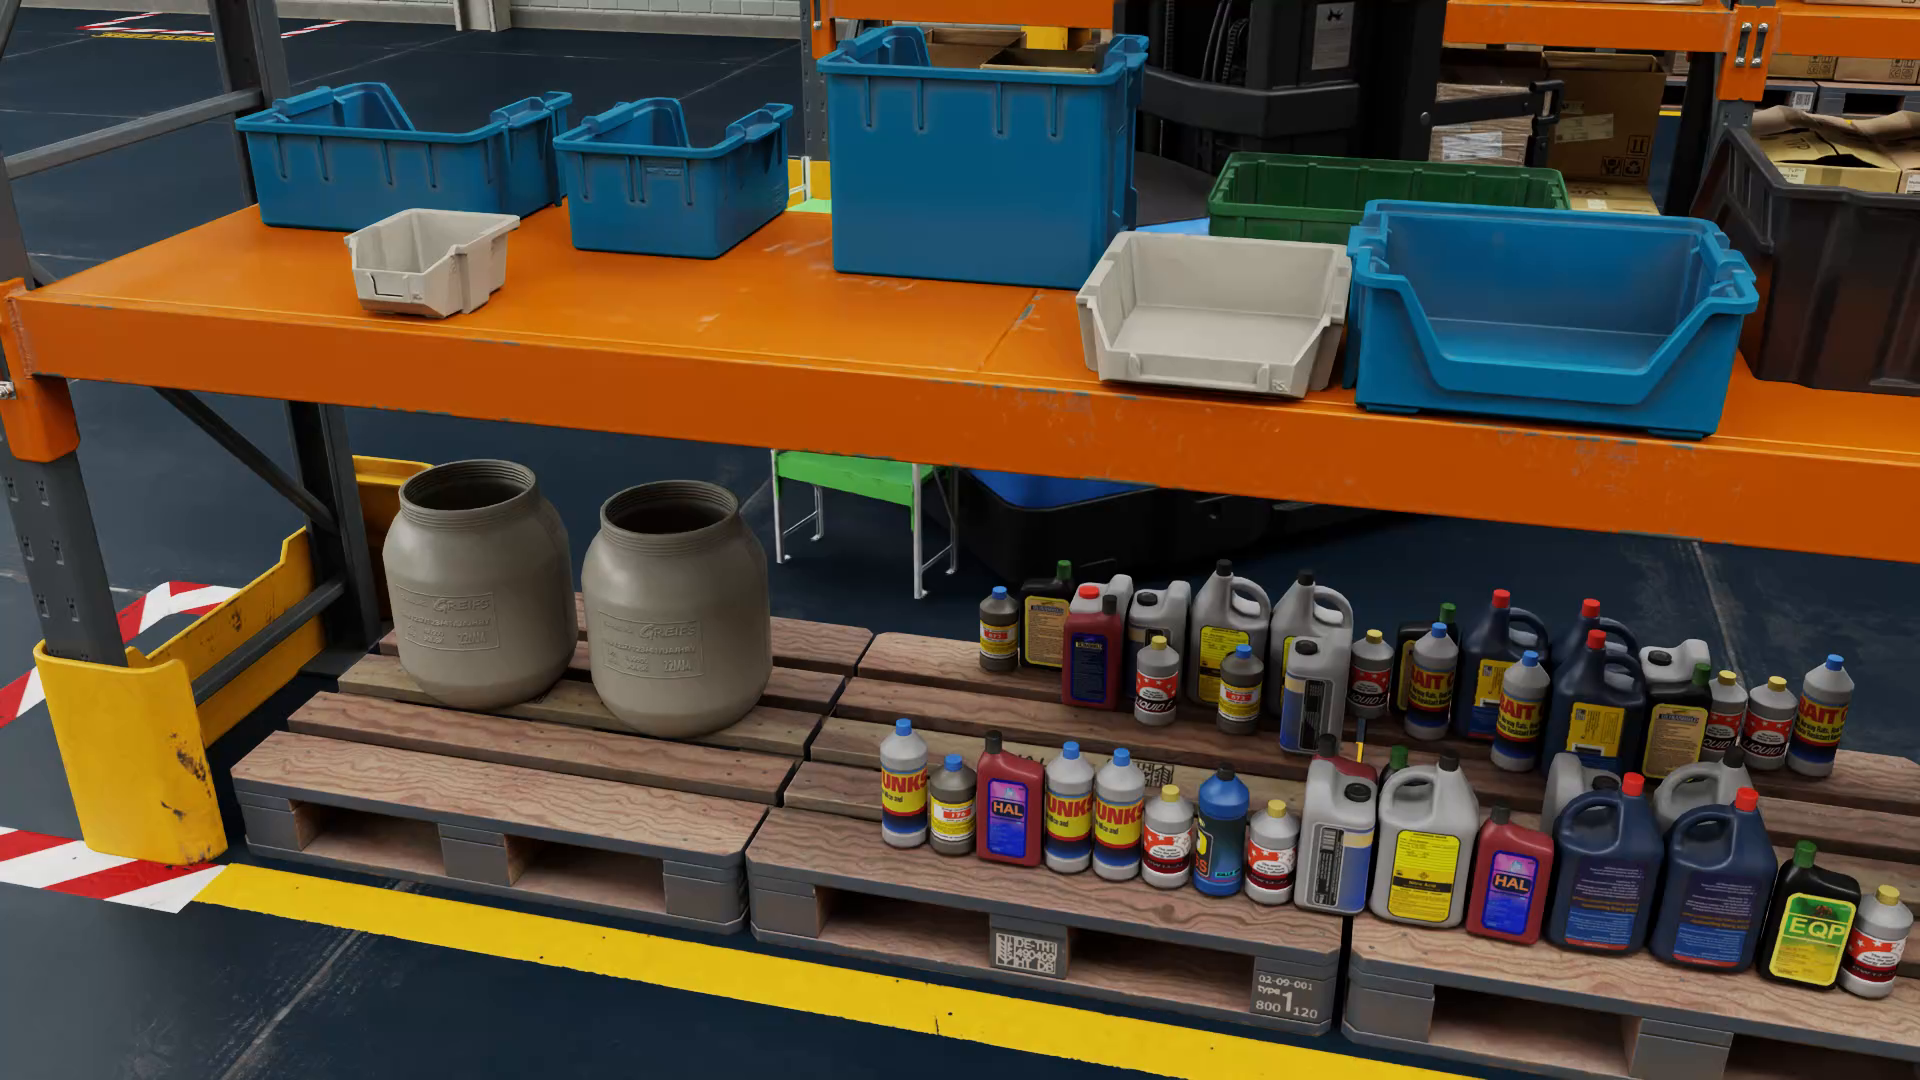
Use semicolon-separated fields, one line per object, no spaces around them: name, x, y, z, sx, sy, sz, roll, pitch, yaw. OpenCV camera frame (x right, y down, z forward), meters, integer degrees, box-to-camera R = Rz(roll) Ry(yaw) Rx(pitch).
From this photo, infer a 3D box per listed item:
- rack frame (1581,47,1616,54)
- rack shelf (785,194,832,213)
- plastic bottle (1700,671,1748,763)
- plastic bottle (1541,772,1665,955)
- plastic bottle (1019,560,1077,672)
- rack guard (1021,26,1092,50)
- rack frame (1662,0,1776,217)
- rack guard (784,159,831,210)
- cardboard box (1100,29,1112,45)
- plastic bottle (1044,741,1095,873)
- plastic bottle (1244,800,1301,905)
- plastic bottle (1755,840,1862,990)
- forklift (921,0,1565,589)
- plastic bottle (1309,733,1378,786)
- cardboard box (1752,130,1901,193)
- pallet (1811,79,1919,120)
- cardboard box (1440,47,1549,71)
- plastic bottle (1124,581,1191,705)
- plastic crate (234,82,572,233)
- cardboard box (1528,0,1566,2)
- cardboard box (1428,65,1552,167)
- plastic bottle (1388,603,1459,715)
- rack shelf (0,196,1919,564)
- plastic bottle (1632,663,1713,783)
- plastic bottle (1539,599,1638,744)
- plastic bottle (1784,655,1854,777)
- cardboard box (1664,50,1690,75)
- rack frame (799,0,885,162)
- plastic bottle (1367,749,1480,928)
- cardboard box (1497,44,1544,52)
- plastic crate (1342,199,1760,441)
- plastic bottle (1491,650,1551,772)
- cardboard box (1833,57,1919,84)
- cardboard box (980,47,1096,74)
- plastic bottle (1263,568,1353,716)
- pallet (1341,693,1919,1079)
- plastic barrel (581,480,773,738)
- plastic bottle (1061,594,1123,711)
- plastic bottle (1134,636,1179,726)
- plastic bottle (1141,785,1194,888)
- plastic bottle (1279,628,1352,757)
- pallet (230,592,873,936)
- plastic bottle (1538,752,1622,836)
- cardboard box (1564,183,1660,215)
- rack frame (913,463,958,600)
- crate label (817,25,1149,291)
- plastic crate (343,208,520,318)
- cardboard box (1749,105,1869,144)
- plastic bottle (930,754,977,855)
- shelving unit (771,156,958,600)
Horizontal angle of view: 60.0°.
rack frame;4.550;-4.565;11.349;0.127;3.000;1.000;6;26;13
rack shelf;-0.283;-0.838;4.647;0.480;0.148;0.258;13;29;26
plastic bottle;1.686;0.386;3.693;0.097;0.201;0.097;0;25;0
plastic bottle;1.201;0.587;3.097;0.185;0.351;0.144;5;26;10
plastic bottle;0.214;0.178;4.035;0.133;0.283;0.061;7;26;14
rack guard;0.749;-3.856;12.769;0.348;0.500;1.175;6;26;13
rack frame;3.320;-2.502;7.016;0.127;3.000;1.000;6;26;13
rack guard;-0.578;-1.804;8.459;0.348;0.500;1.175;6;26;13
cardboard box;1.323;-3.866;12.498;0.500;0.311;0.500;3;26;7
plastic bottle;0.219;0.525;3.320;0.097;0.271;0.097;0;25;0
plastic bottle;0.610;0.600;3.244;0.097;0.201;0.097;0;25;0
plastic bottle;1.534;0.673;2.995;0.133;0.283;0.061;8;27;16
forklift;1.293;-1.599;5.200;3.031;2.935;1.130;-12;28;-24
plastic bottle;0.758;0.520;3.317;0.133;0.283;0.061;6;26;13
cardboard box;3.658;-1.556;7.086;0.500;0.311;0.500;6;26;13
pallet;6.489;-3.093;11.502;1.213;0.211;1.003;6;26;13
cardboard box;2.462;-2.019;7.840;0.500;0.500;0.500;6;26;13
plastic bottle;0.468;0.230;3.935;0.135;0.276;0.152;6;26;12
plastic crate;-1.232;-0.873;3.766;0.616;0.251;0.499;6;26;13
cardboard box;2.376;-2.646;7.202;0.500;0.500;0.700;6;26;12
cardboard box;2.335;-1.806;7.392;0.500;0.500;0.500;6;26;13
plastic bottle;1.072;0.273;3.836;0.133;0.283;0.061;7;26;15
rack shelf;0.145;-0.330;3.290;4.000;0.370;1.077;6;26;13
plastic bottle;1.537;0.392;3.586;0.133;0.283;0.061;6;26;13
plastic bottle;1.404;0.298;3.705;0.185;0.351;0.144;7;26;14
plastic bottle;1.883;0.376;3.633;0.097;0.271;0.097;0;25;0
cardboard box;5.267;-3.563;11.641;0.500;0.500;0.700;7;26;15
rack frame;-0.554;-2.931;7.916;0.127;3.000;1.000;6;26;13
plastic bottle;0.888;0.553;3.169;0.185;0.351;0.144;6;26;13
cardboard box;4.024;-3.529;11.958;0.250;0.166;0.380;3;26;6
plastic crate;0.943;-0.379;2.729;0.616;0.251;0.499;6;26;13
plastic bottle;1.233;0.368;3.649;0.097;0.271;0.097;0;25;0
cardboard box;6.264;-3.457;11.418;0.500;0.500;0.700;7;26;14
cardboard box;0.394;-2.014;7.830;0.500;0.500;0.500;6;26;13
plastic bottle;0.809;0.232;3.843;0.185;0.351;0.144;6;26;13
pallet;1.442;0.729;3.473;1.213;0.211;1.003;6;26;13
plastic barrel;-0.650;0.157;3.836;0.421;0.512;0.421;0;25;0
plastic bottle;0.307;0.256;3.871;0.133;0.283;0.061;6;26;13
plastic bottle;0.455;0.317;3.838;0.097;0.201;0.097;0;25;0
plastic bottle;0.411;0.578;3.290;0.097;0.201;0.097;0;25;0
plastic bottle;0.797;0.330;3.724;0.135;0.276;0.152;6;26;13
pallet;-0.921;0.468;4.021;1.213;0.211;1.003;6;26;13
plastic bottle;1.213;0.557;3.248;0.135;0.276;0.152;6;26;13
cardboard box;2.816;-1.409;7.430;0.500;0.250;0.500;6;26;13
rack frame;-0.070;-0.412;4.719;0.015;1.200;0.240;13;29;26
crate label;0.058;-0.800;3.400;0.616;0.435;0.502;6;26;13
plastic crate;-1.005;-0.520;3.159;0.250;0.136;0.298;6;26;13
cardboard box;3.783;-1.780;7.556;0.500;0.311;0.500;6;26;13
plastic bottle;-0.013;0.531;3.389;0.097;0.201;0.097;0;25;0
shelving unit;-0.283;-0.463;4.826;0.503;1.200;0.258;13;29;26
